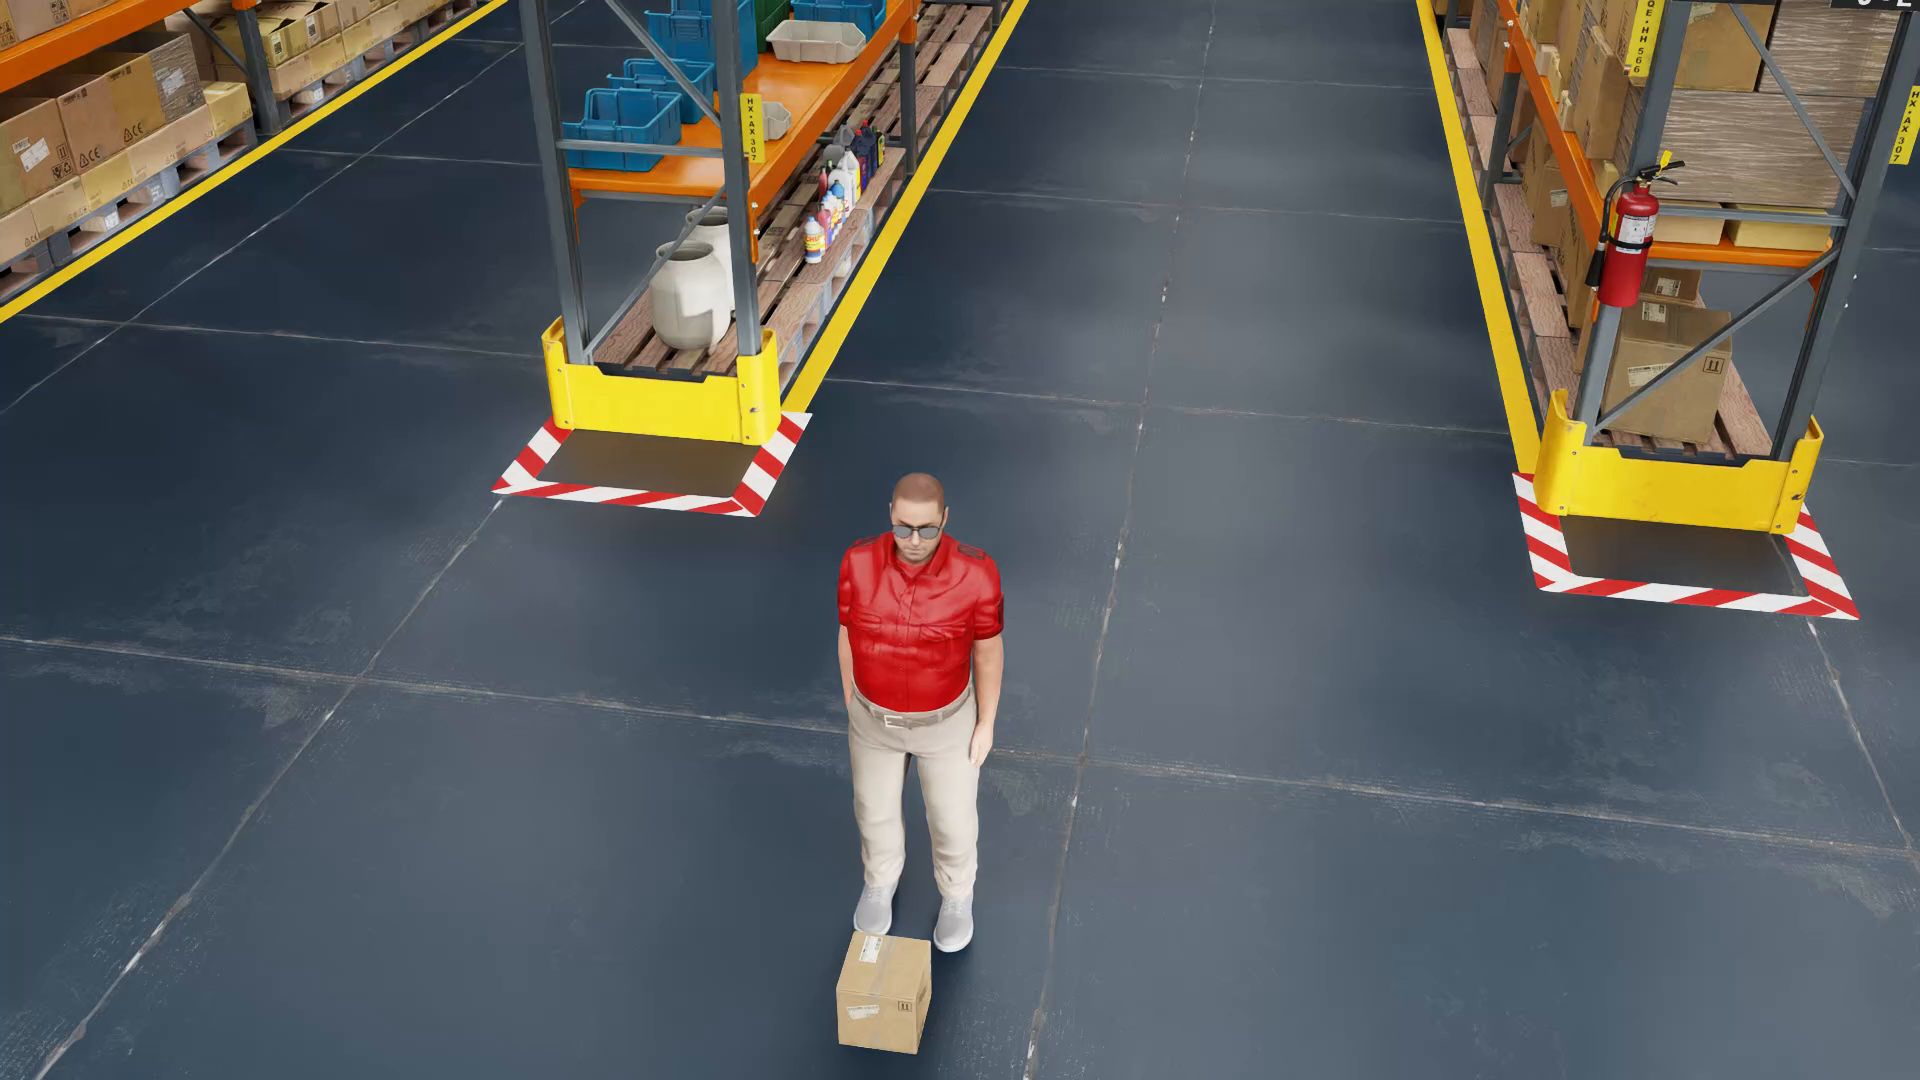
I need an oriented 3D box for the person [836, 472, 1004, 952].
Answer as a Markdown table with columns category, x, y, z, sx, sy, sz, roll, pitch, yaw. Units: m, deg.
| category | x | y | z | sx | sy | sz | roll | pitch | yaw |
| --- | --- | --- | --- | --- | --- | --- | --- | --- | --- |
| person | -0.133 | 0.567 | 5.262 | 0.527 | 1.725 | 0.360 | 6 | 33 | 9 |
